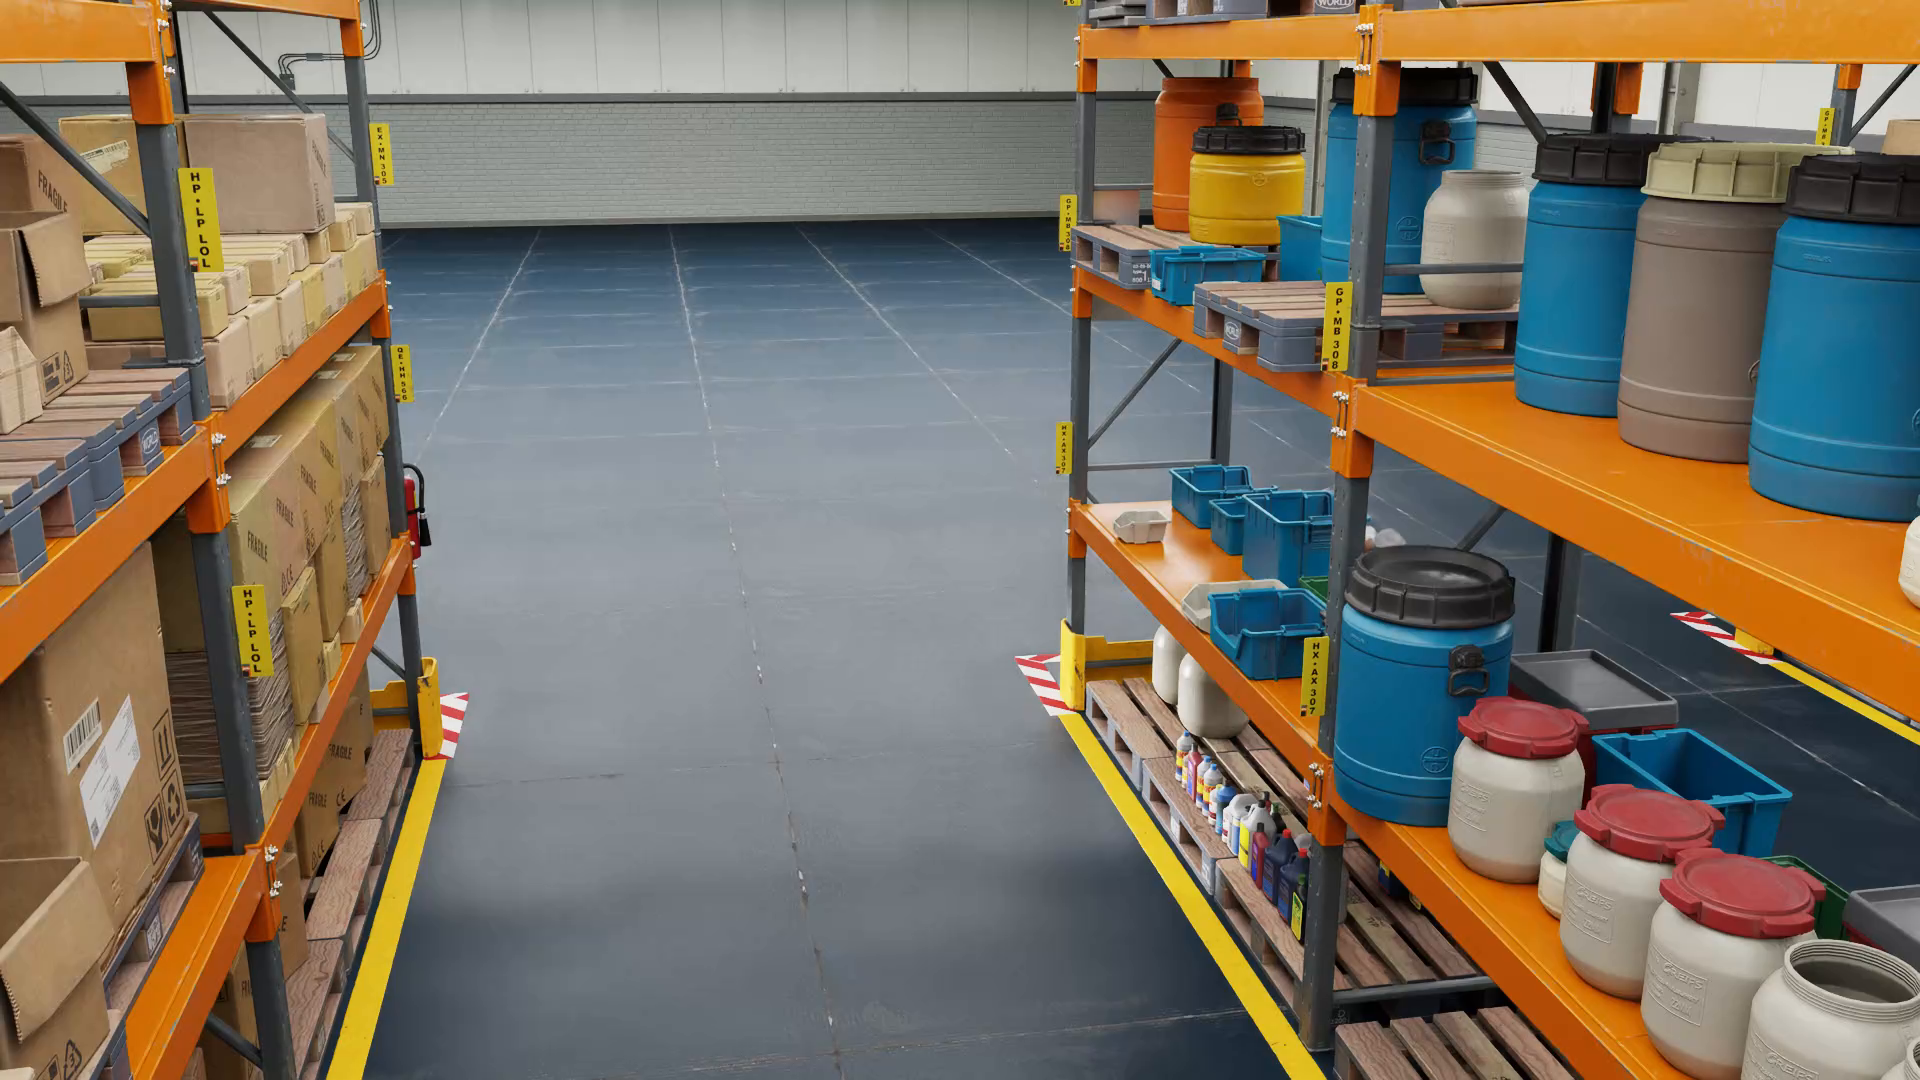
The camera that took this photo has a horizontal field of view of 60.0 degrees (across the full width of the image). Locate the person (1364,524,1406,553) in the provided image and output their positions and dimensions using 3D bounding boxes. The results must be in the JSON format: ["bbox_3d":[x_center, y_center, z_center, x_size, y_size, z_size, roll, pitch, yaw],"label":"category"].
[{"bbox_3d":[2.553,0.330,11.230,0.544,1.007,1.026,-12,20,-34],"label":"person"}]
